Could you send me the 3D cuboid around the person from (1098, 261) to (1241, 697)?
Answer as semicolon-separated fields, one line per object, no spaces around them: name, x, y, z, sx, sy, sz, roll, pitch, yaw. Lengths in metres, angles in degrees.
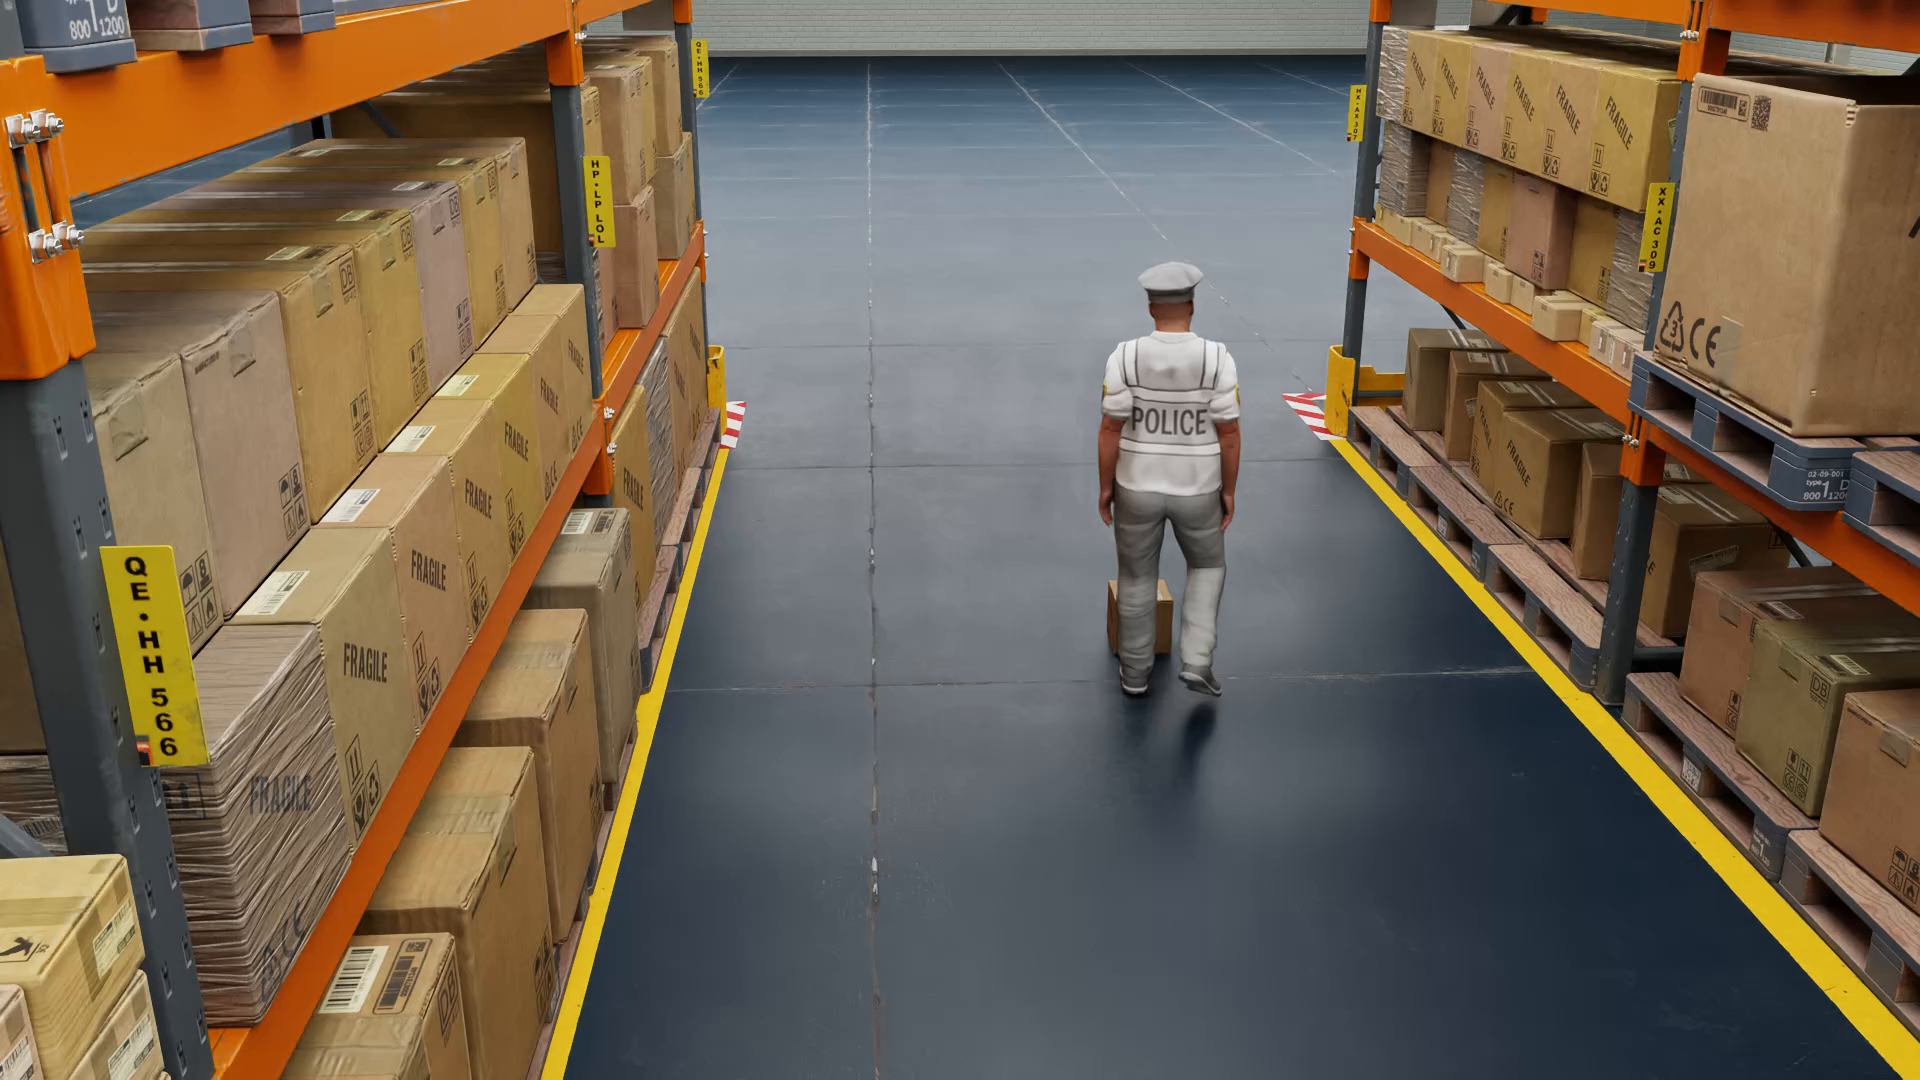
person;0.816;-0.204;6.557;0.548;1.751;0.515;2;20;6
